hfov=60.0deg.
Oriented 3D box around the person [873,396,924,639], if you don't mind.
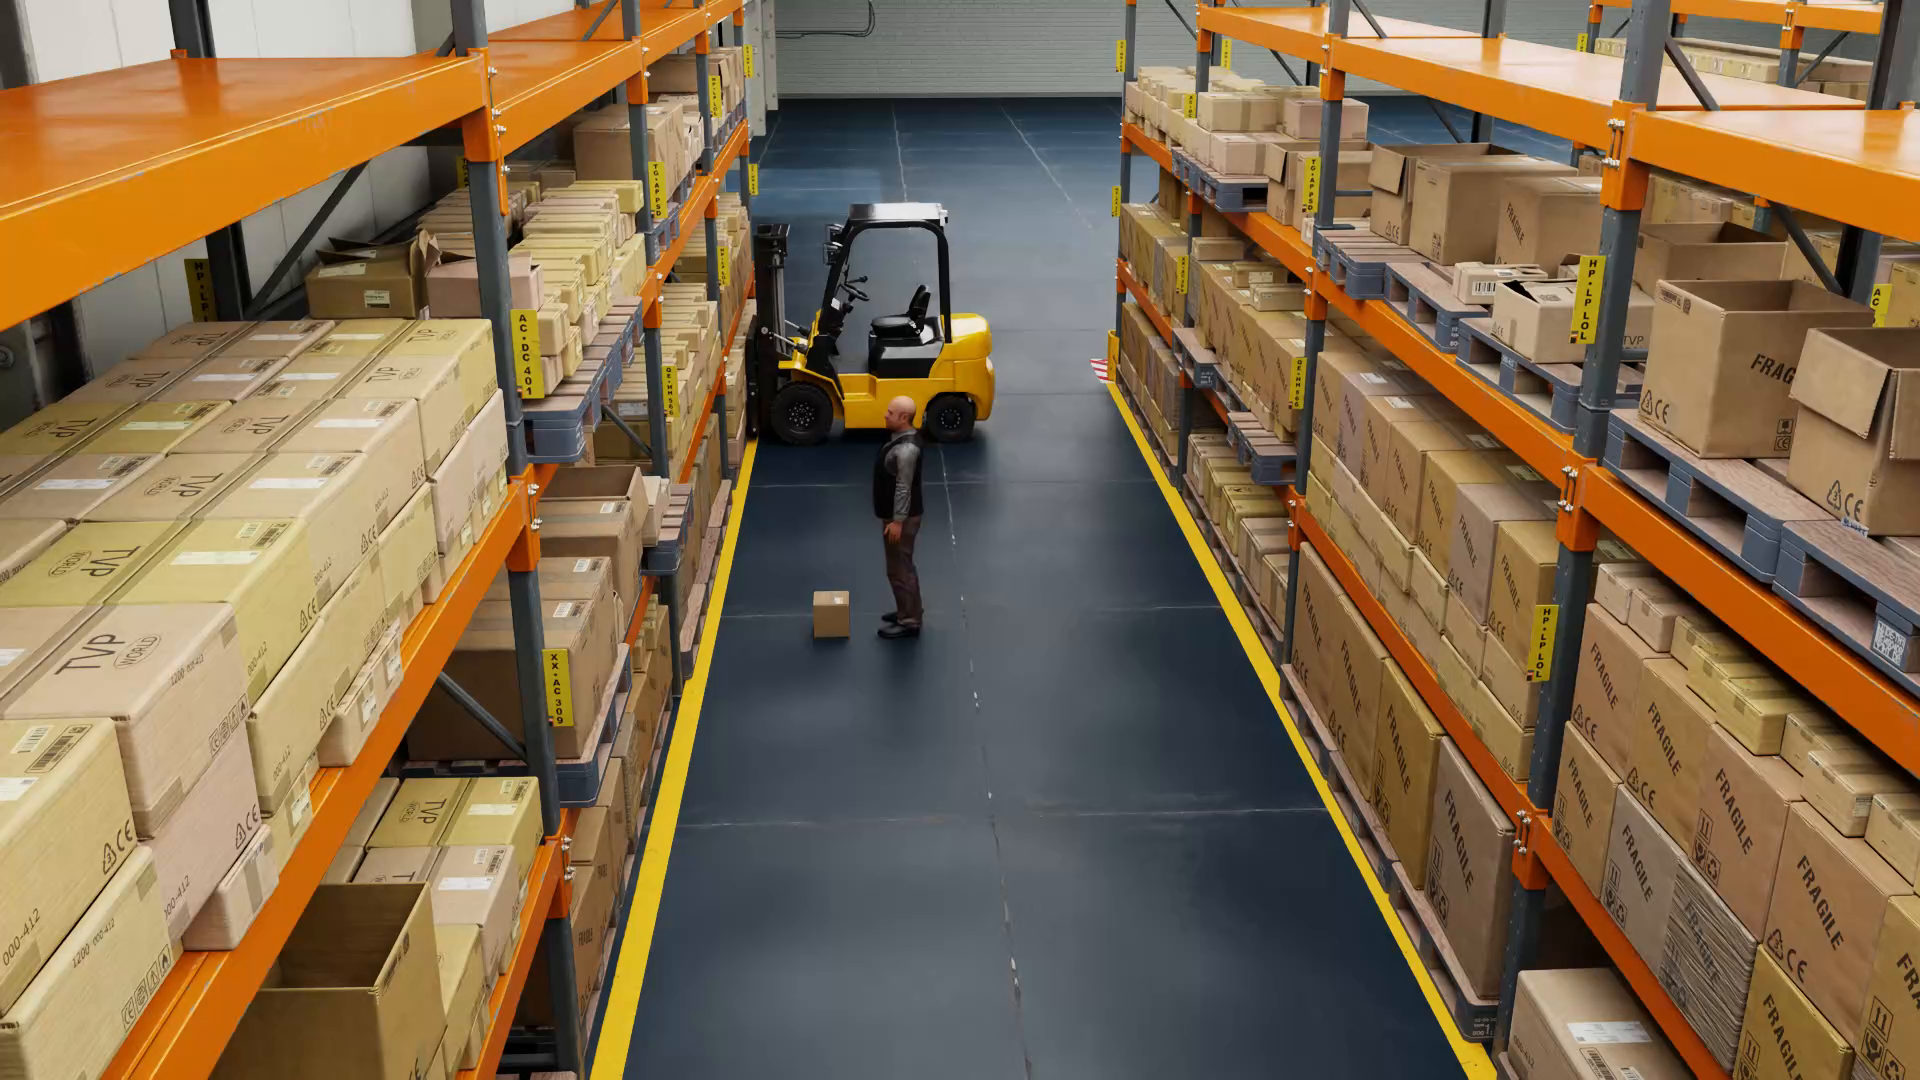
[{"bbox_3d":[-0.426,-0.160,11.572,0.357,1.733,0.530,-1,20,-2],"label":"person"}]
